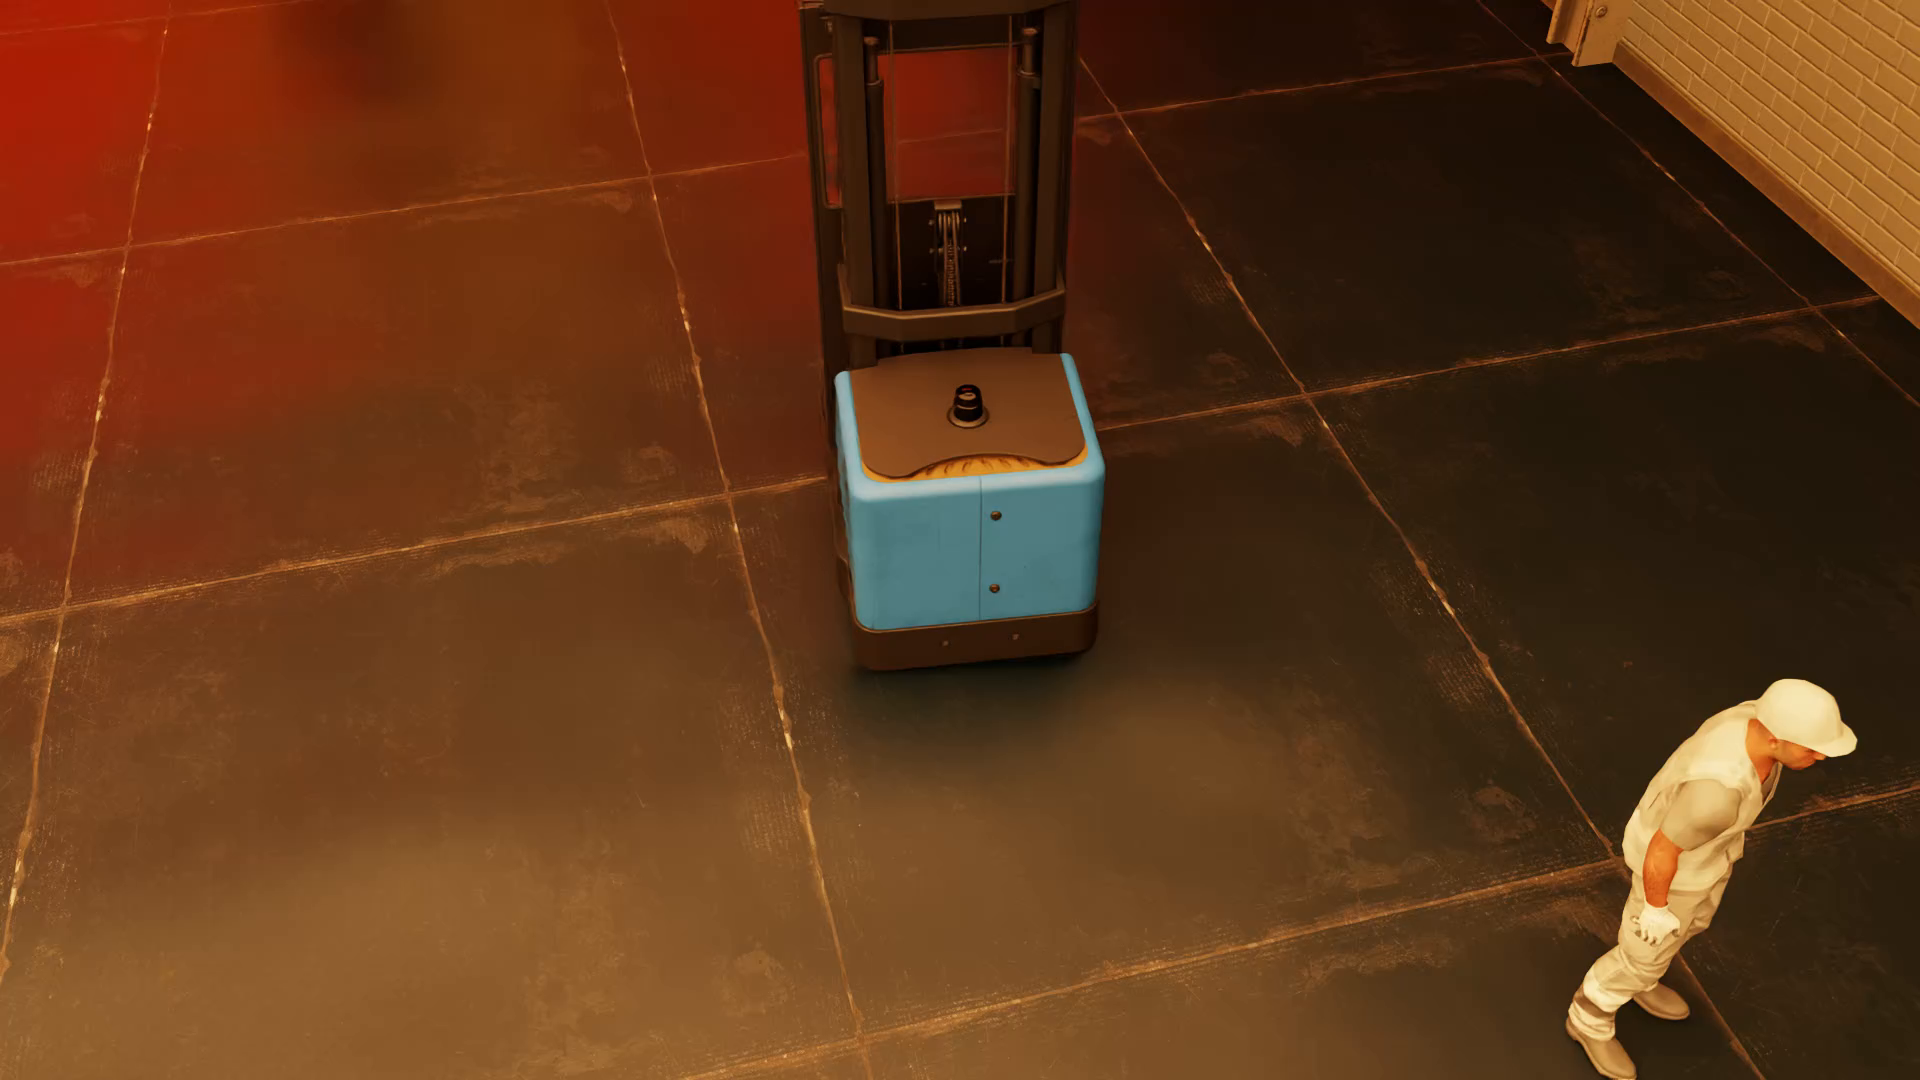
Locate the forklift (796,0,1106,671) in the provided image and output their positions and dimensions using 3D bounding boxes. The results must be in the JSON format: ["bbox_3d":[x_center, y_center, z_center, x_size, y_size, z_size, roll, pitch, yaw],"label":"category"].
[{"bbox_3d":[-0.115,-1.524,7.257,1.130,2.935,3.031,-5,44,-6],"label":"forklift"}]

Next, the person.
[{"bbox_3d":[2.373,1.056,5.370,0.607,1.777,0.453,-34,53,-30],"label":"person"}]
